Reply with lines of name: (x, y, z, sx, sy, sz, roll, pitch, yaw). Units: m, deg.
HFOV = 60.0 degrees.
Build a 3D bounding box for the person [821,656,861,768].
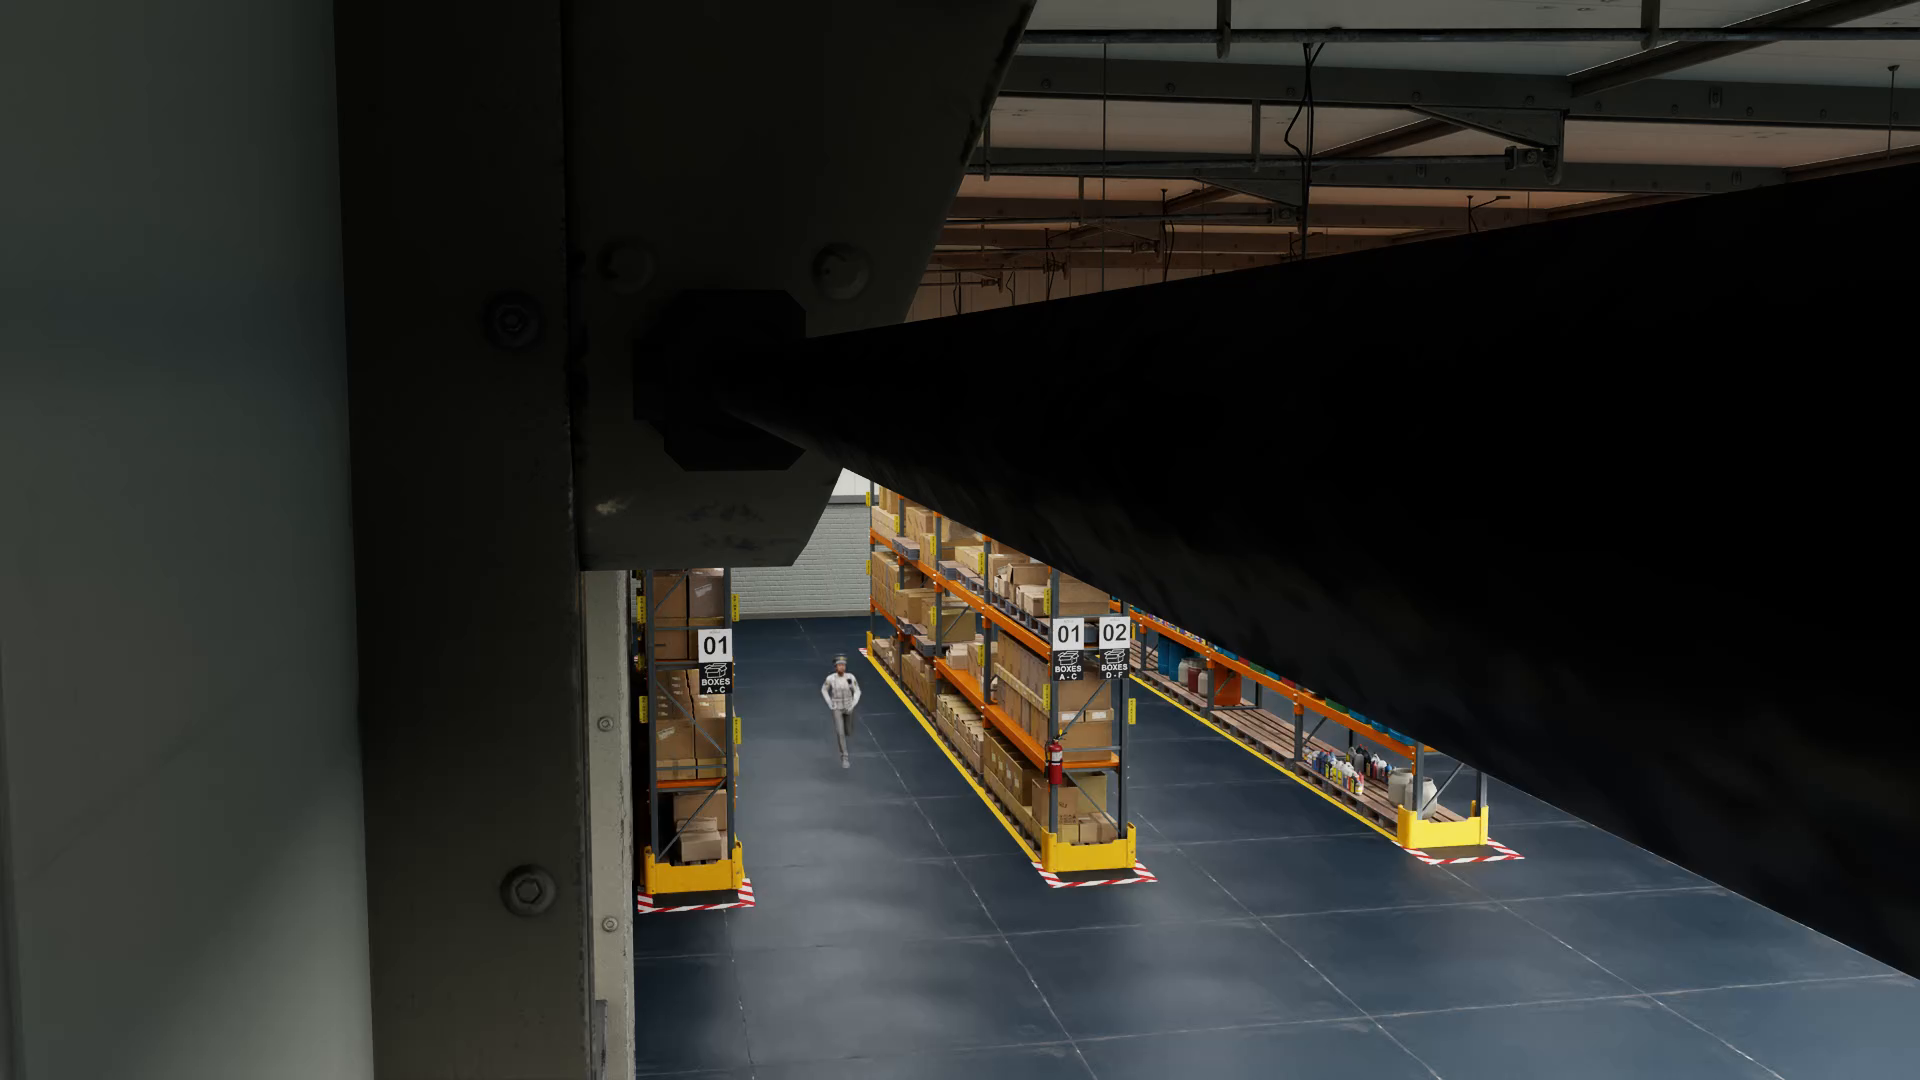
person: (-1.852, 2.647, 26.069, 0.599, 1.688, 0.956, -2, 6, -17)
